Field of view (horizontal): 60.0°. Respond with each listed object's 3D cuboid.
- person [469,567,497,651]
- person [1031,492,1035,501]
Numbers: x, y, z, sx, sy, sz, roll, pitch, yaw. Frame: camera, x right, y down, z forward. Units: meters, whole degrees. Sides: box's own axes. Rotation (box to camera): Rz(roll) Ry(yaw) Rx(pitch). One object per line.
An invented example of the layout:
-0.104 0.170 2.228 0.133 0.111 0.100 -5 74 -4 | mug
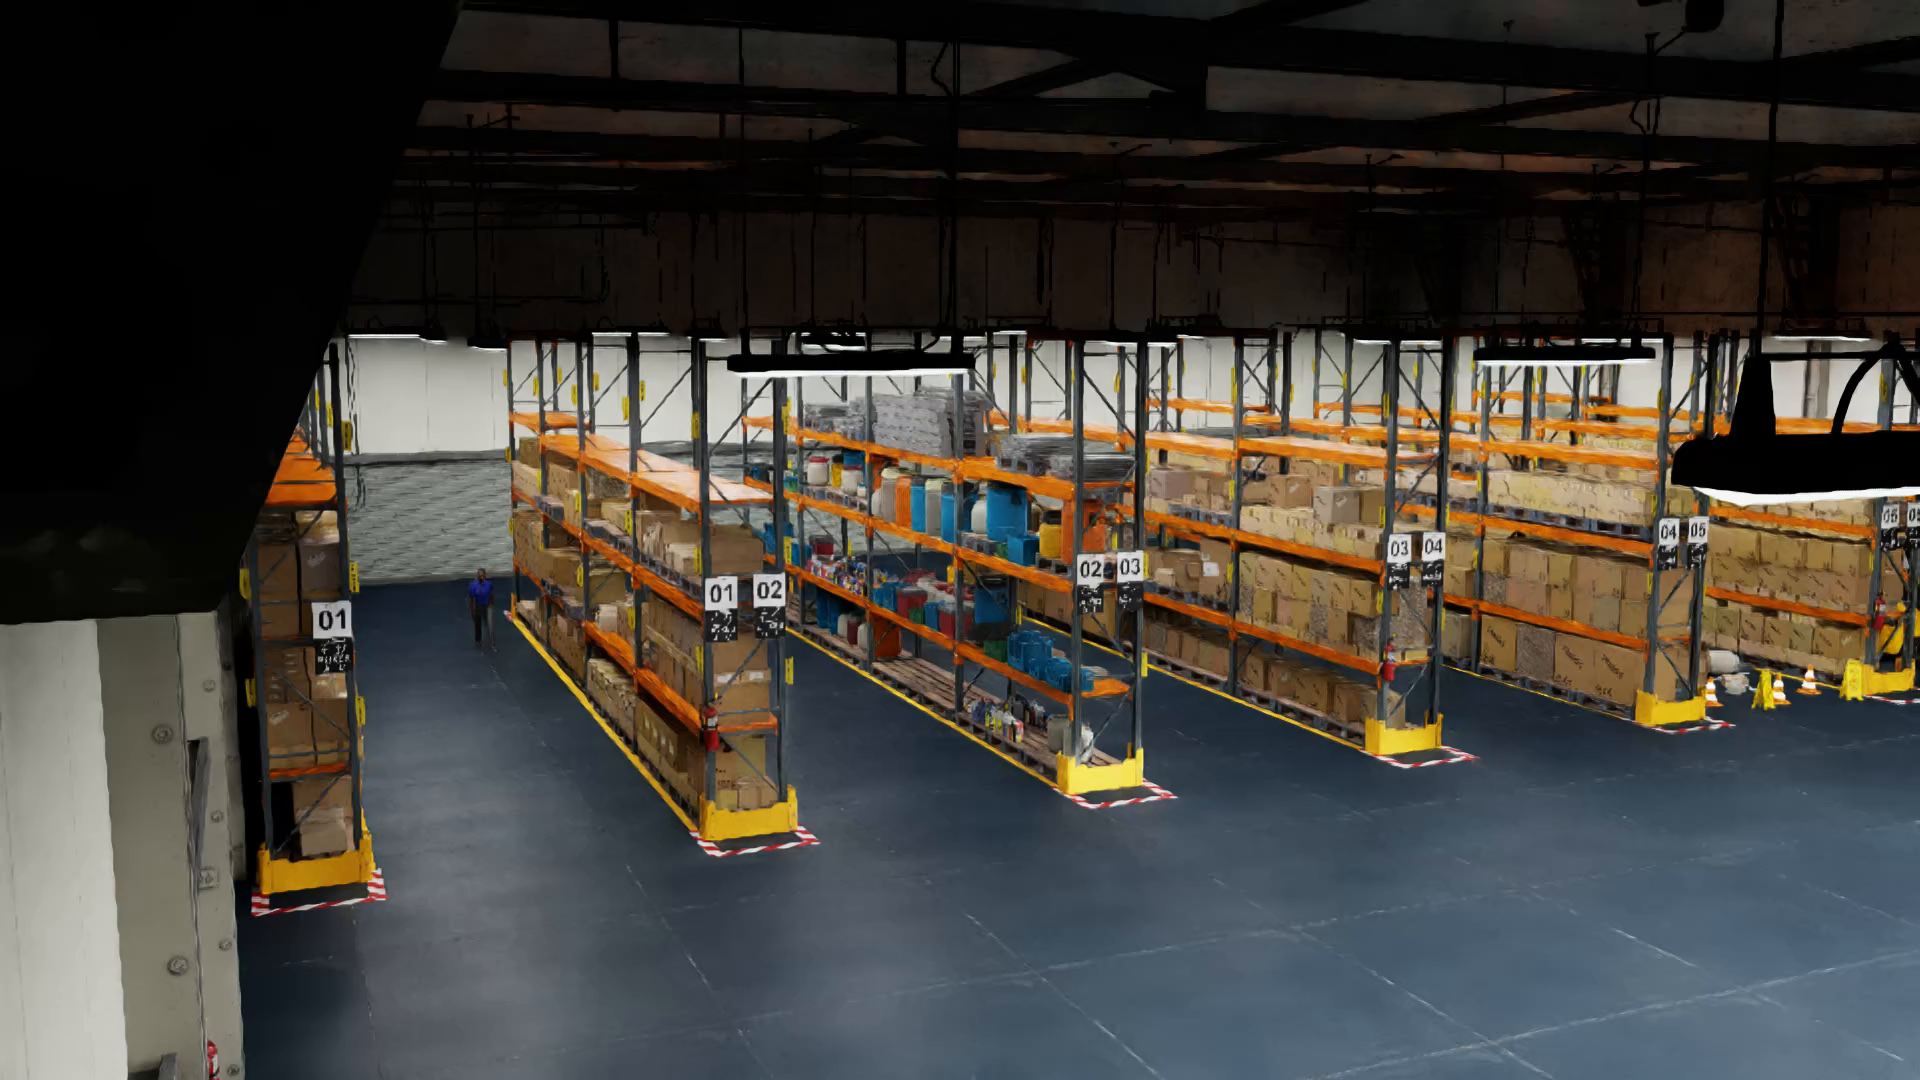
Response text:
-9.002 1.279 31.304 0.449 1.571 1.074 -3 8 -20 | person
1.729 -0.422 43.452 0.511 1.714 0.728 4 9 24 | person
